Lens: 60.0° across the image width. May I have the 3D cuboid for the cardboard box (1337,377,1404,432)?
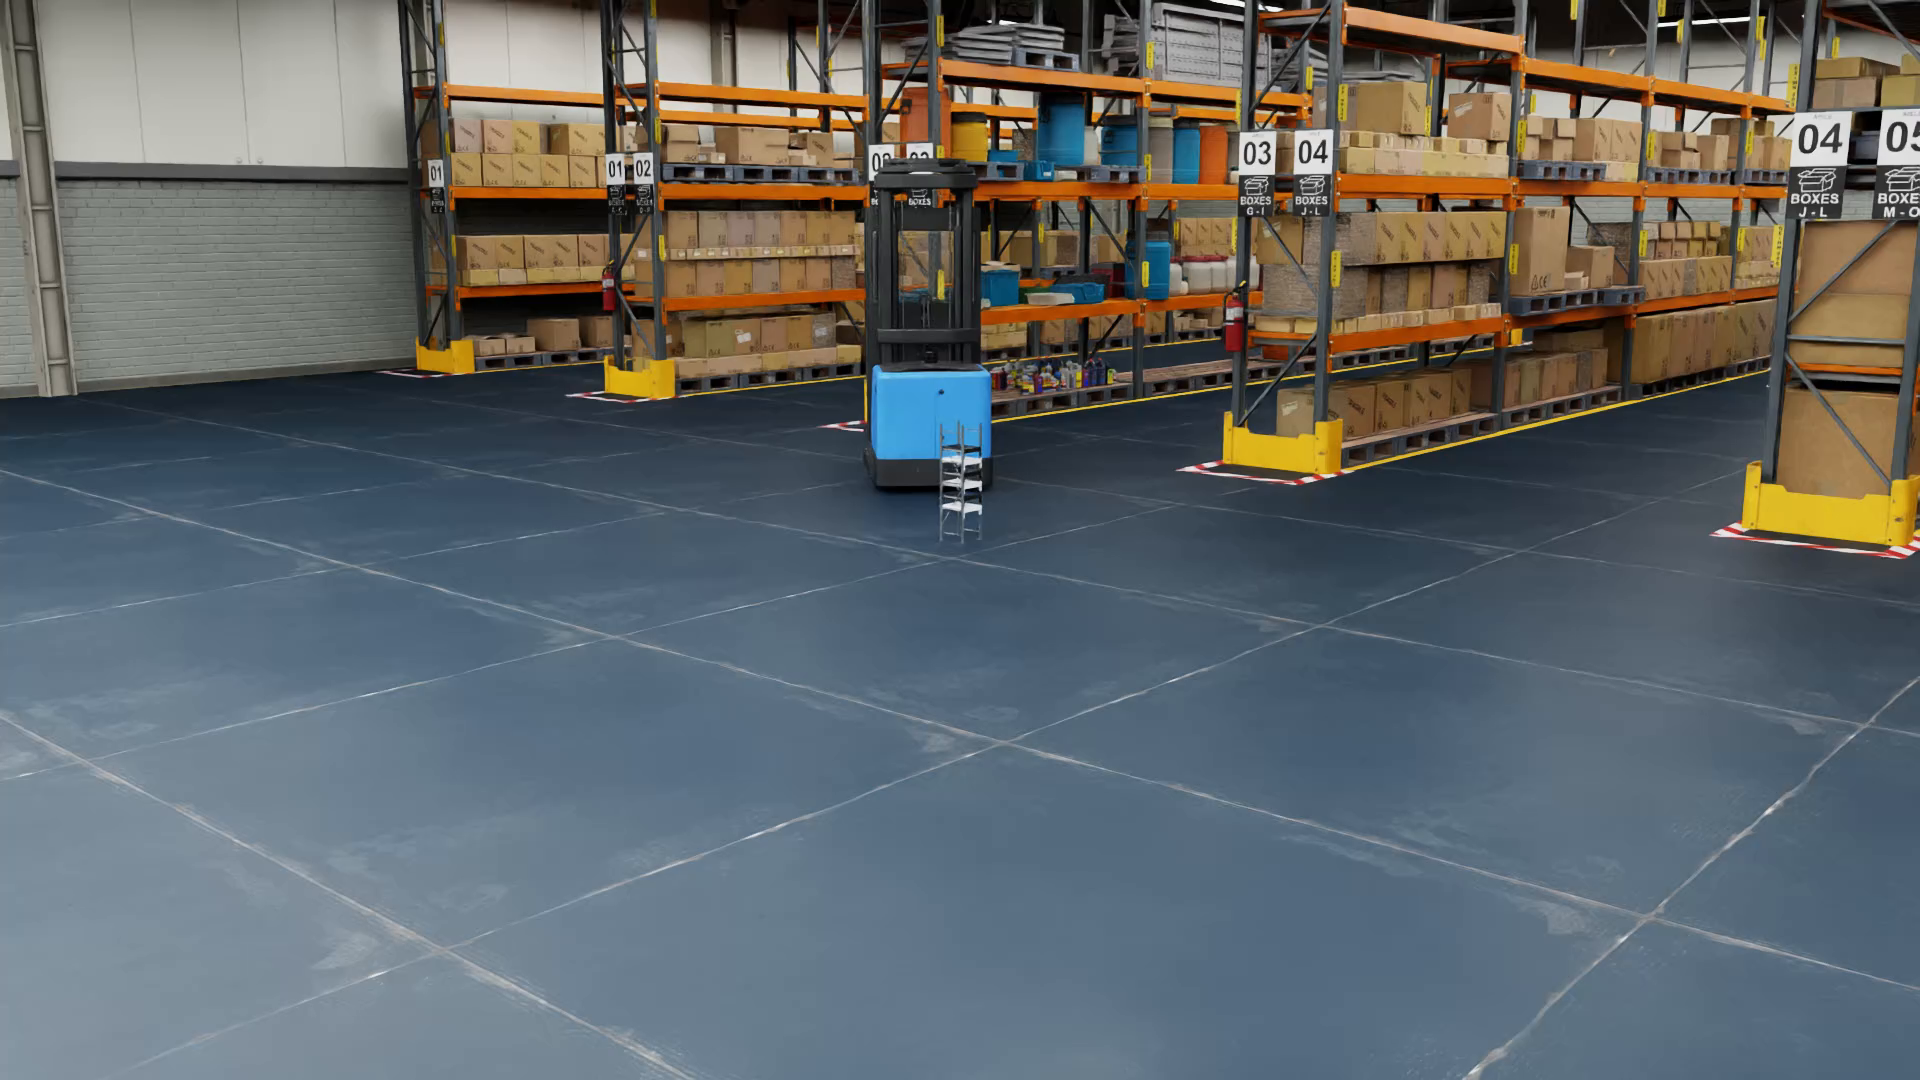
[{"bbox_3d":[4.316,-1.430,17.525,0.500,0.500,0.500,-10,15,-42],"label":"cardboard box"}]

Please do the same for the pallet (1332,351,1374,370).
[{"bbox_3d":[5.950,-2.929,26.835,1.003,0.211,1.213,10,15,40],"label":"pallet"}]

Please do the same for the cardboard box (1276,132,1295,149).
[{"bbox_3d":[3.044,-3.853,16.049,0.380,0.149,0.250,10,15,40],"label":"cardboard box"}]

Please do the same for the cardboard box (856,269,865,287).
[{"bbox_3d":[-1.411,-4.053,25.728,0.500,0.250,0.500,11,16,44],"label":"cardboard box"}]

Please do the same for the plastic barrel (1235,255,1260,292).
[{"bbox_3d":[4.137,-3.872,24.153,0.421,0.512,0.421,0,11,0],"label":"plastic barrel"}]

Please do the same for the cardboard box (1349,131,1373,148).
[{"bbox_3d":[3.694,-3.808,15.824,0.380,0.149,0.250,10,15,42],"label":"cardboard box"}]

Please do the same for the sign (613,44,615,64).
[{"bbox_3d":[-5.848,-8.237,28.187,0.100,0.325,0.005,10,15,40],"label":"sign"}]

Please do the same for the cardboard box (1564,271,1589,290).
[{"bbox_3d":[7.478,-3.215,20.422,0.396,0.266,0.258,9,15,39],"label":"cardboard box"}]

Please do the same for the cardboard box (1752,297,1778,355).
[{"bbox_3d":[12.694,-3.458,26.720,0.875,0.875,0.875,10,15,40],"label":"cardboard box"}]

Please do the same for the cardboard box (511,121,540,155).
[{"bbox_3d":[-6.932,-6.289,26.024,0.500,0.500,0.500,10,15,42],"label":"cardboard box"}]

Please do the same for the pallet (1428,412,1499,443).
[{"bbox_3d":[5.319,-1.296,18.662,1.003,0.211,1.213,10,15,40],"label":"pallet"}]

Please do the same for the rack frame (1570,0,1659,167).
[{"bbox_3d":[8.376,-6.298,21.266,1.000,3.000,0.127,10,15,40],"label":"rack frame"}]

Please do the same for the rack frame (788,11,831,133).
[{"bbox_3d":[-2.787,-8.219,30.885,1.000,3.000,0.127,10,15,40],"label":"rack frame"}]

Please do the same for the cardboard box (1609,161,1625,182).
[{"bbox_3d":[7.929,-4.577,20.691,0.500,0.250,0.500,10,15,40],"label":"cardboard box"}]

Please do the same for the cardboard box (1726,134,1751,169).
[{"bbox_3d":[11.488,-5.842,25.061,0.700,0.500,0.500,9,14,37],"label":"cardboard box"}]

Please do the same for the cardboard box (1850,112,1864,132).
[{"bbox_3d":[6.719,-3.218,12.819,0.380,0.149,0.250,10,15,40],"label":"cardboard box"}]

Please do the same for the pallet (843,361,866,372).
[{"bbox_3d":[-1.246,-2.795,26.163,1.003,0.211,1.213,10,15,40],"label":"pallet"}]

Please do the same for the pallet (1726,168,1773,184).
[{"bbox_3d":[11.564,-5.491,25.111,1.003,0.211,1.213,10,15,40],"label":"pallet"}]

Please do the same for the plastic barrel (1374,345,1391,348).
[{"bbox_3d":[6.924,-3.684,27.781,0.600,0.901,0.708,10,15,40],"label":"plastic barrel"}]

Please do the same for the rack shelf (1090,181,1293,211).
[{"bbox_3d":[3.335,-4.820,23.363,1.077,0.370,4.000,10,15,40],"label":"rack shelf"}]

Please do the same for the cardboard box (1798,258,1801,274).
[{"bbox_3d":[13.536,-4.499,27.203,0.500,0.250,0.500,9,15,39],"label":"cardboard box"}]

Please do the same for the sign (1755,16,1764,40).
[{"bbox_3d":[11.432,-7.315,23.771,0.100,0.325,0.005,10,15,40],"label":"sign"}]

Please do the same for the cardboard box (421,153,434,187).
[{"bbox_3d":[-7.982,-5.724,25.745,0.500,0.500,0.500,-11,16,-43],"label":"cardboard box"}]

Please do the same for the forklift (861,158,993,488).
[{"bbox_3d":[-0.373,-2.145,15.966,1.130,2.935,3.031,-1,11,-6],"label":"forklift"}]

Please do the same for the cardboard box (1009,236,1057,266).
[{"bbox_3d":[1.268,-4.999,28.755,0.700,0.500,0.500,4,12,21],"label":"cardboard box"}]

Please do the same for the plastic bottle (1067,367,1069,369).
[{"bbox_3d":[1.408,-2.246,22.318,0.097,0.201,0.097,0,11,0],"label":"plastic bottle"}]

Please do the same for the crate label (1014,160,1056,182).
[{"bbox_3d":[0.858,-4.450,20.052,0.502,0.251,0.408,10,15,40],"label":"crate label"}]

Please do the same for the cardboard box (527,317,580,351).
[{"bbox_3d":[-6.645,-3.365,27.161,0.700,0.500,0.500,9,14,37],"label":"cardboard box"}]

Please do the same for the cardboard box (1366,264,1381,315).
[{"bbox_3d":[3.719,-2.540,16.755,0.875,0.500,0.500,10,15,40],"label":"cardboard box"}]

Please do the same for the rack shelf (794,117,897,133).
[{"bbox_3d":[-1.466,-7.964,32.468,1.077,0.370,4.000,10,15,40],"label":"rack shelf"}]

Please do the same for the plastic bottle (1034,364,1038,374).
[{"bbox_3d":[0.977,-2.166,21.740,0.097,0.271,0.097,0,11,0],"label":"plastic bottle"}]

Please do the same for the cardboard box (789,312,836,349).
[{"bbox_3d":[-2.184,-3.105,24.633,0.500,0.500,0.500,10,15,40],"label":"cardboard box"}]

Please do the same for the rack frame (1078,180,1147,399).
[{"bbox_3d":[2.015,-3.407,22.113,1.000,3.000,0.127,10,15,40],"label":"rack frame"}]

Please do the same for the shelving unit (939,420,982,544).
[{"bbox_3d":[0.005,-0.442,12.629,0.258,0.900,0.210,10,15,40],"label":"shelving unit"}]

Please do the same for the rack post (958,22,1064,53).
[{"bbox_3d":[0.630,-6.013,20.034,0.937,0.300,0.954,9,15,39],"label":"rack post"}]

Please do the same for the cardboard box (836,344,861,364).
[{"bbox_3d":[-1.845,-2.810,25.067,0.500,0.250,0.500,10,15,40],"label":"cardboard box"}]

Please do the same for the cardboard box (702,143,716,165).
[{"bbox_3d":[-3.415,-5.447,23.464,0.500,0.311,0.500,-10,15,-41],"label":"cardboard box"}]

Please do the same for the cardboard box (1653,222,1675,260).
[{"bbox_3d":[9.303,-4.098,22.752,0.797,0.503,0.637,10,15,42],"label":"cardboard box"}]

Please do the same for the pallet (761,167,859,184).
[{"bbox_3d":[-2.247,-5.347,24.392,1.003,0.211,1.213,10,15,40],"label":"pallet"}]

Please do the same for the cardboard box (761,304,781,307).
[{"bbox_3d":[-3.646,-4.446,30.658,0.500,0.250,0.500,10,15,41],"label":"cardboard box"}]

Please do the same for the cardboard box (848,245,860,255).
[{"bbox_3d":[-1.722,-4.348,24.910,0.380,0.149,0.250,10,15,40],"label":"cardboard box"}]

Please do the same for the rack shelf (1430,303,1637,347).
[{"bbox_3d":[7.056,-2.709,20.451,1.077,0.370,4.000,10,15,40],"label":"rack shelf"}]

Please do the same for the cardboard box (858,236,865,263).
[{"bbox_3d":[-1.921,-5.596,32.004,0.500,0.500,0.500,10,15,42],"label":"cardboard box"}]

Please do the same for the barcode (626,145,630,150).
[{"bbox_3d":[-4.507,-5.322,22.560,0.001,0.075,0.075,10,15,40],"label":"barcode"}]

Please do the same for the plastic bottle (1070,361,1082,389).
[{"bbox_3d":[1.466,-2.116,21.289,0.144,0.351,0.185,10,15,40],"label":"plastic bottle"}]

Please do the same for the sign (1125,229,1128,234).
[{"bbox_3d":[3.165,-5.719,31.476,0.100,0.325,0.005,10,15,40],"label":"sign"}]

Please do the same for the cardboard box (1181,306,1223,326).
[{"bbox_3d":[4.814,-4.494,32.804,0.797,0.503,0.637,10,15,40],"label":"cardboard box"}]

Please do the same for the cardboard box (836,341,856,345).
[{"bbox_3d":[-1.648,-3.005,26.044,0.500,0.250,0.500,10,15,40],"label":"cardboard box"}]

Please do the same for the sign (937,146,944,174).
[{"bbox_3d":[-0.215,-4.223,18.513,0.100,0.325,0.005,10,15,40],"label":"sign"}]

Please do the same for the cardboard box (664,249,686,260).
[{"bbox_3d":[-3.923,-3.857,22.452,0.380,0.149,0.250,10,15,40],"label":"cardboard box"}]

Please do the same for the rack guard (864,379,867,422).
[{"bbox_3d":[-0.611,-1.610,19.498,1.175,0.500,0.348,10,15,40],"label":"rack guard"}]

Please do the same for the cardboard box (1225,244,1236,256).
[{"bbox_3d":[5.121,-5.538,32.526,0.500,0.500,0.500,9,15,40],"label":"cardboard box"}]

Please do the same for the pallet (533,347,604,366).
[{"bbox_3d":[-6.649,-3.037,27.379,1.003,0.211,1.213,10,15,40],"label":"pallet"}]
